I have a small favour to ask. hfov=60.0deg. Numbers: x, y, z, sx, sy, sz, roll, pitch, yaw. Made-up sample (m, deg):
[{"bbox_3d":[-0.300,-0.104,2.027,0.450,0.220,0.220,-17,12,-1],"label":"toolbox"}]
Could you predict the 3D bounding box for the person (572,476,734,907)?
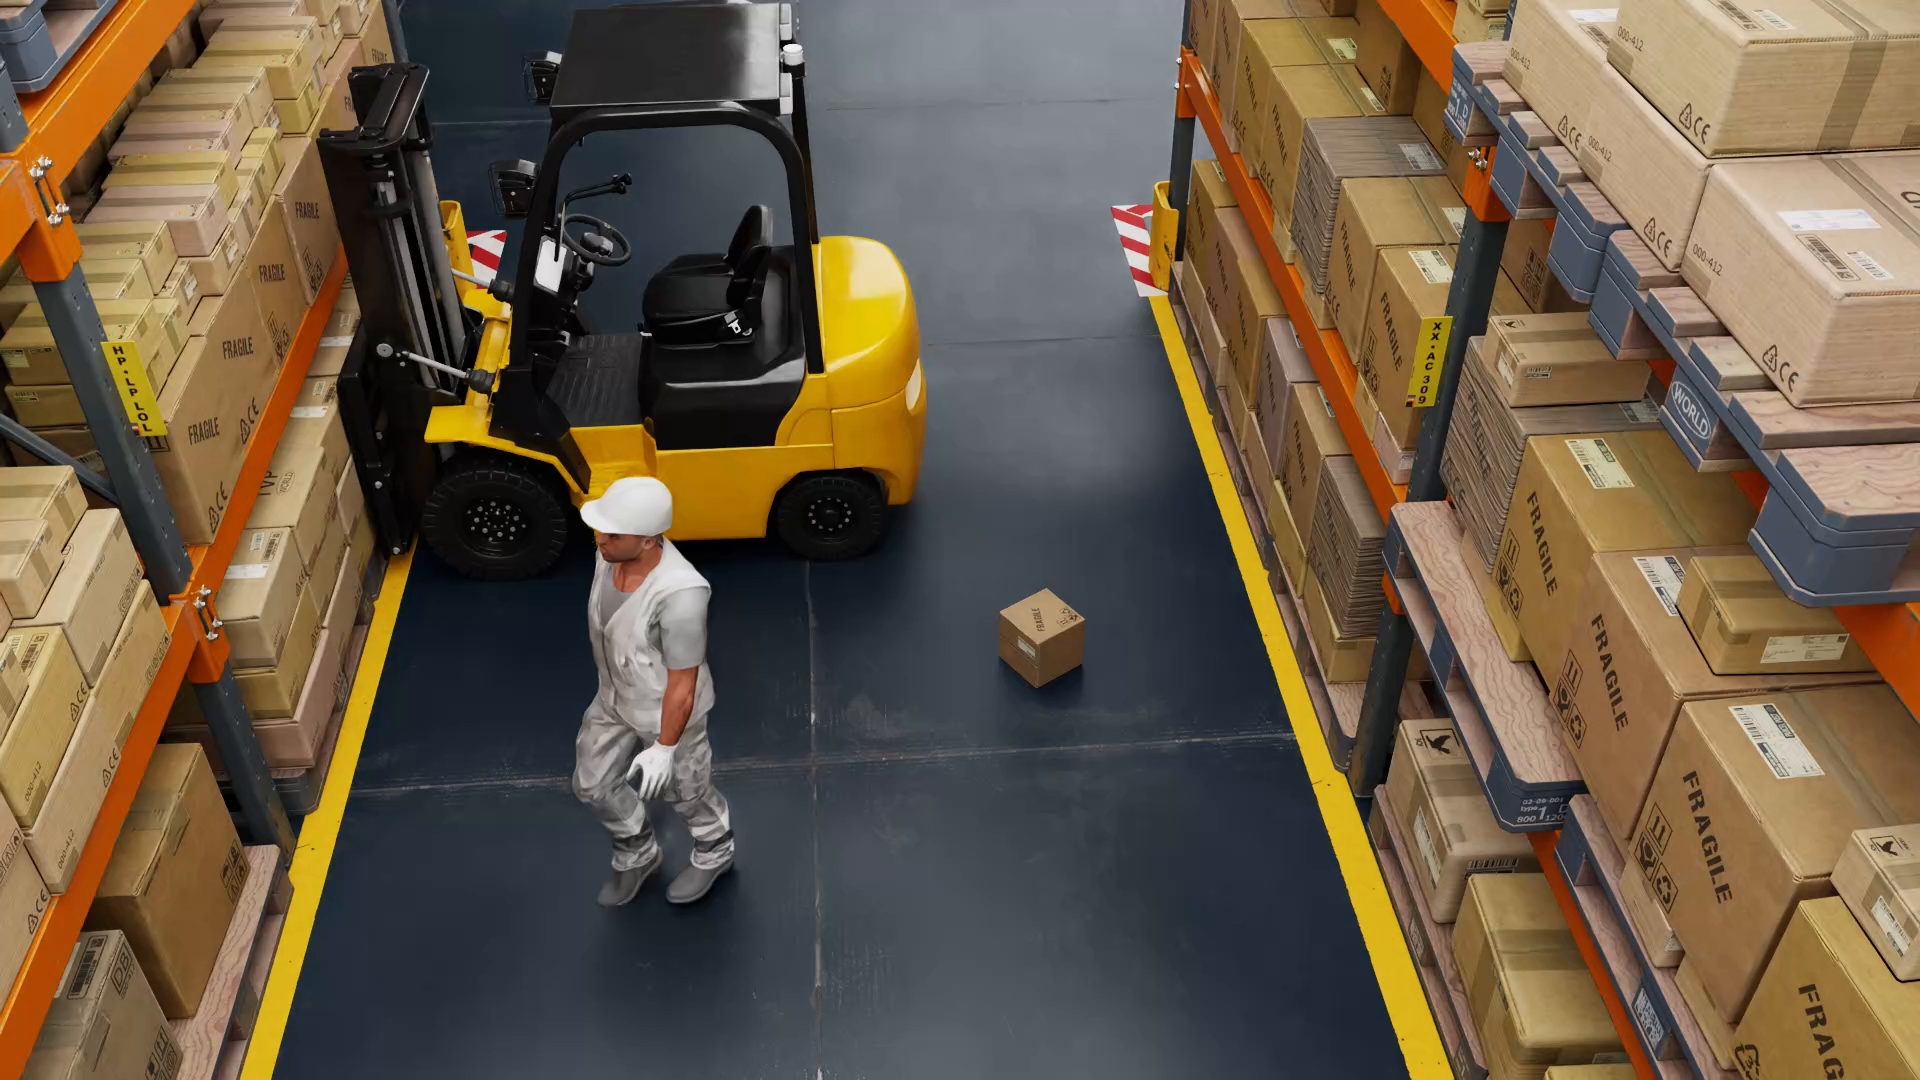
[{"bbox_3d":[-1.018,0.571,5.424,0.469,1.842,0.542,-32,48,-33],"label":"person"}]
